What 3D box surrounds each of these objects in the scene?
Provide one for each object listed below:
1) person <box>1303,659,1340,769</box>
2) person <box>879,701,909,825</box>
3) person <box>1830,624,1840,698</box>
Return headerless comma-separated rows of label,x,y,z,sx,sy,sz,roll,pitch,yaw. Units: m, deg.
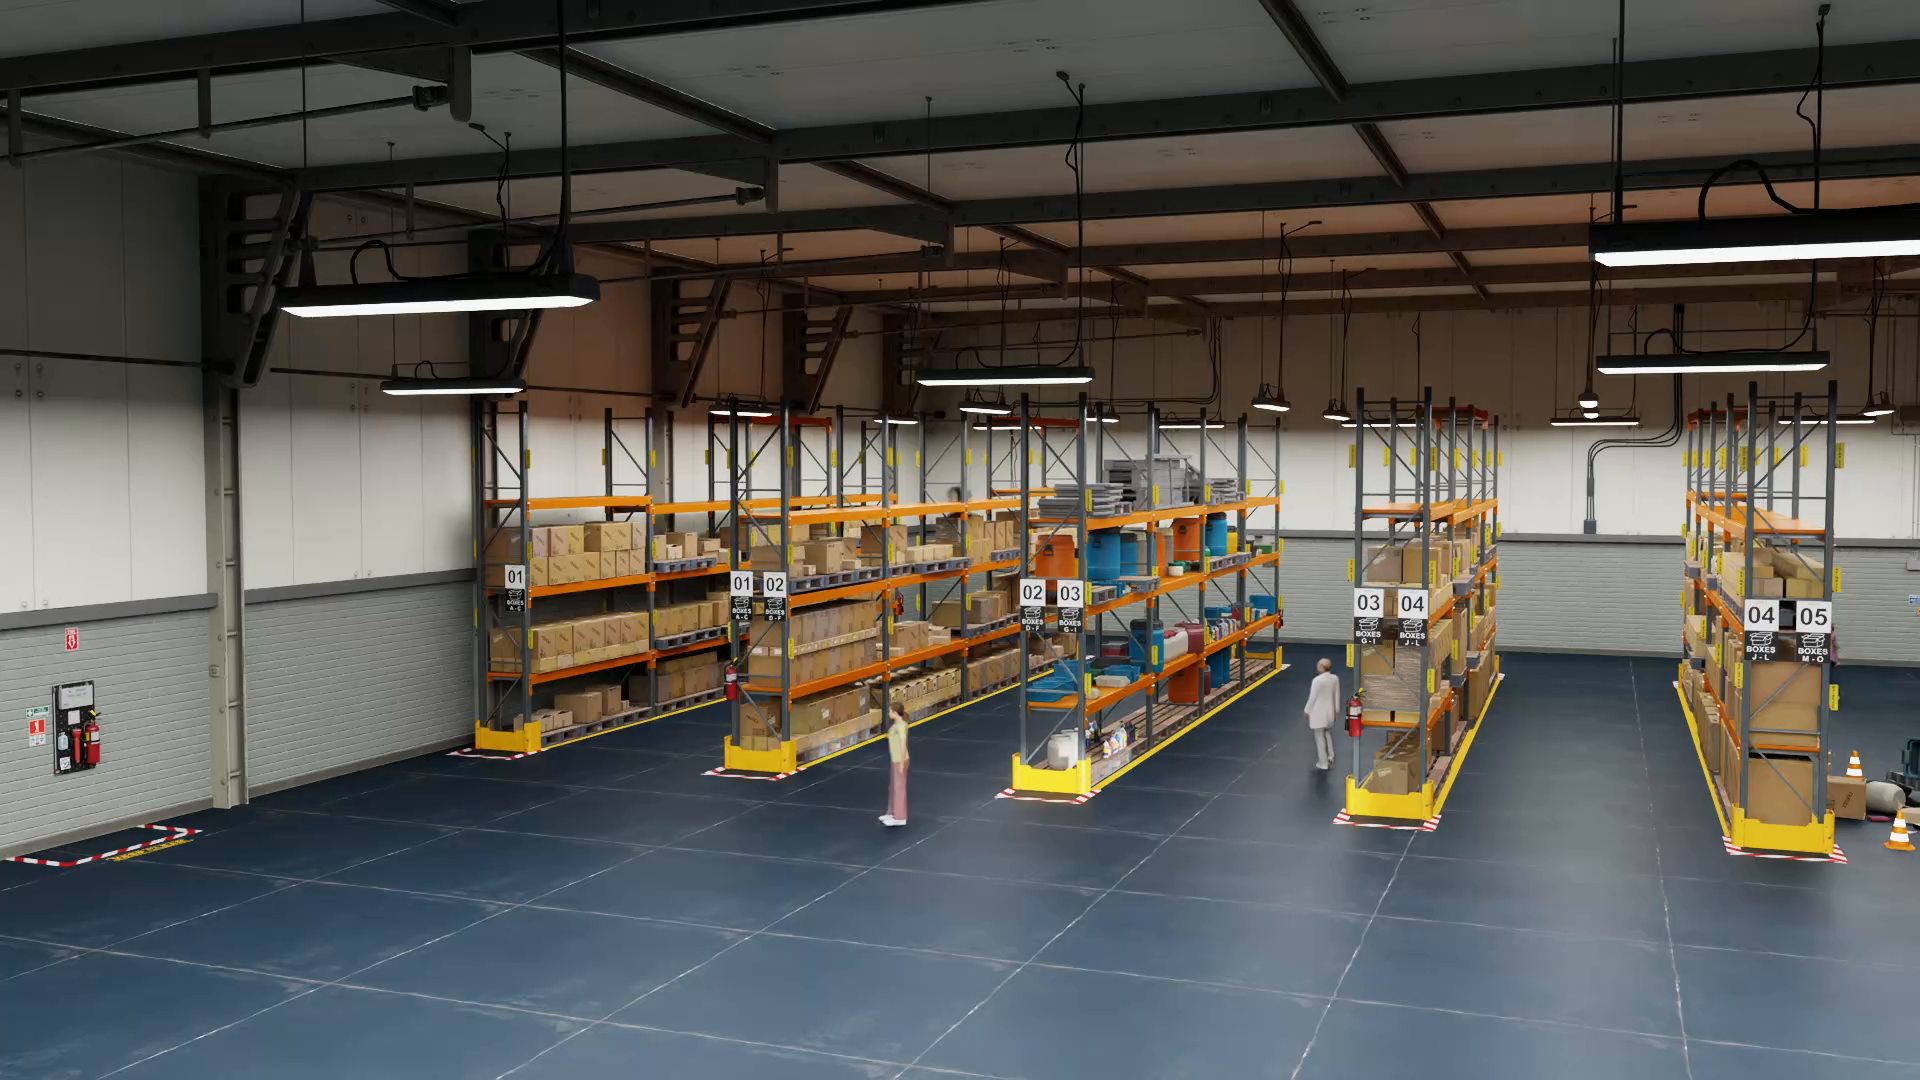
person,5.838,2.821,26.817,0.617,1.831,0.515,-1,3,-19
person,-0.894,3.044,22.797,0.417,1.678,0.478,-1,3,-11
person,18.119,2.508,34.829,0.582,1.553,0.912,0,3,-8
